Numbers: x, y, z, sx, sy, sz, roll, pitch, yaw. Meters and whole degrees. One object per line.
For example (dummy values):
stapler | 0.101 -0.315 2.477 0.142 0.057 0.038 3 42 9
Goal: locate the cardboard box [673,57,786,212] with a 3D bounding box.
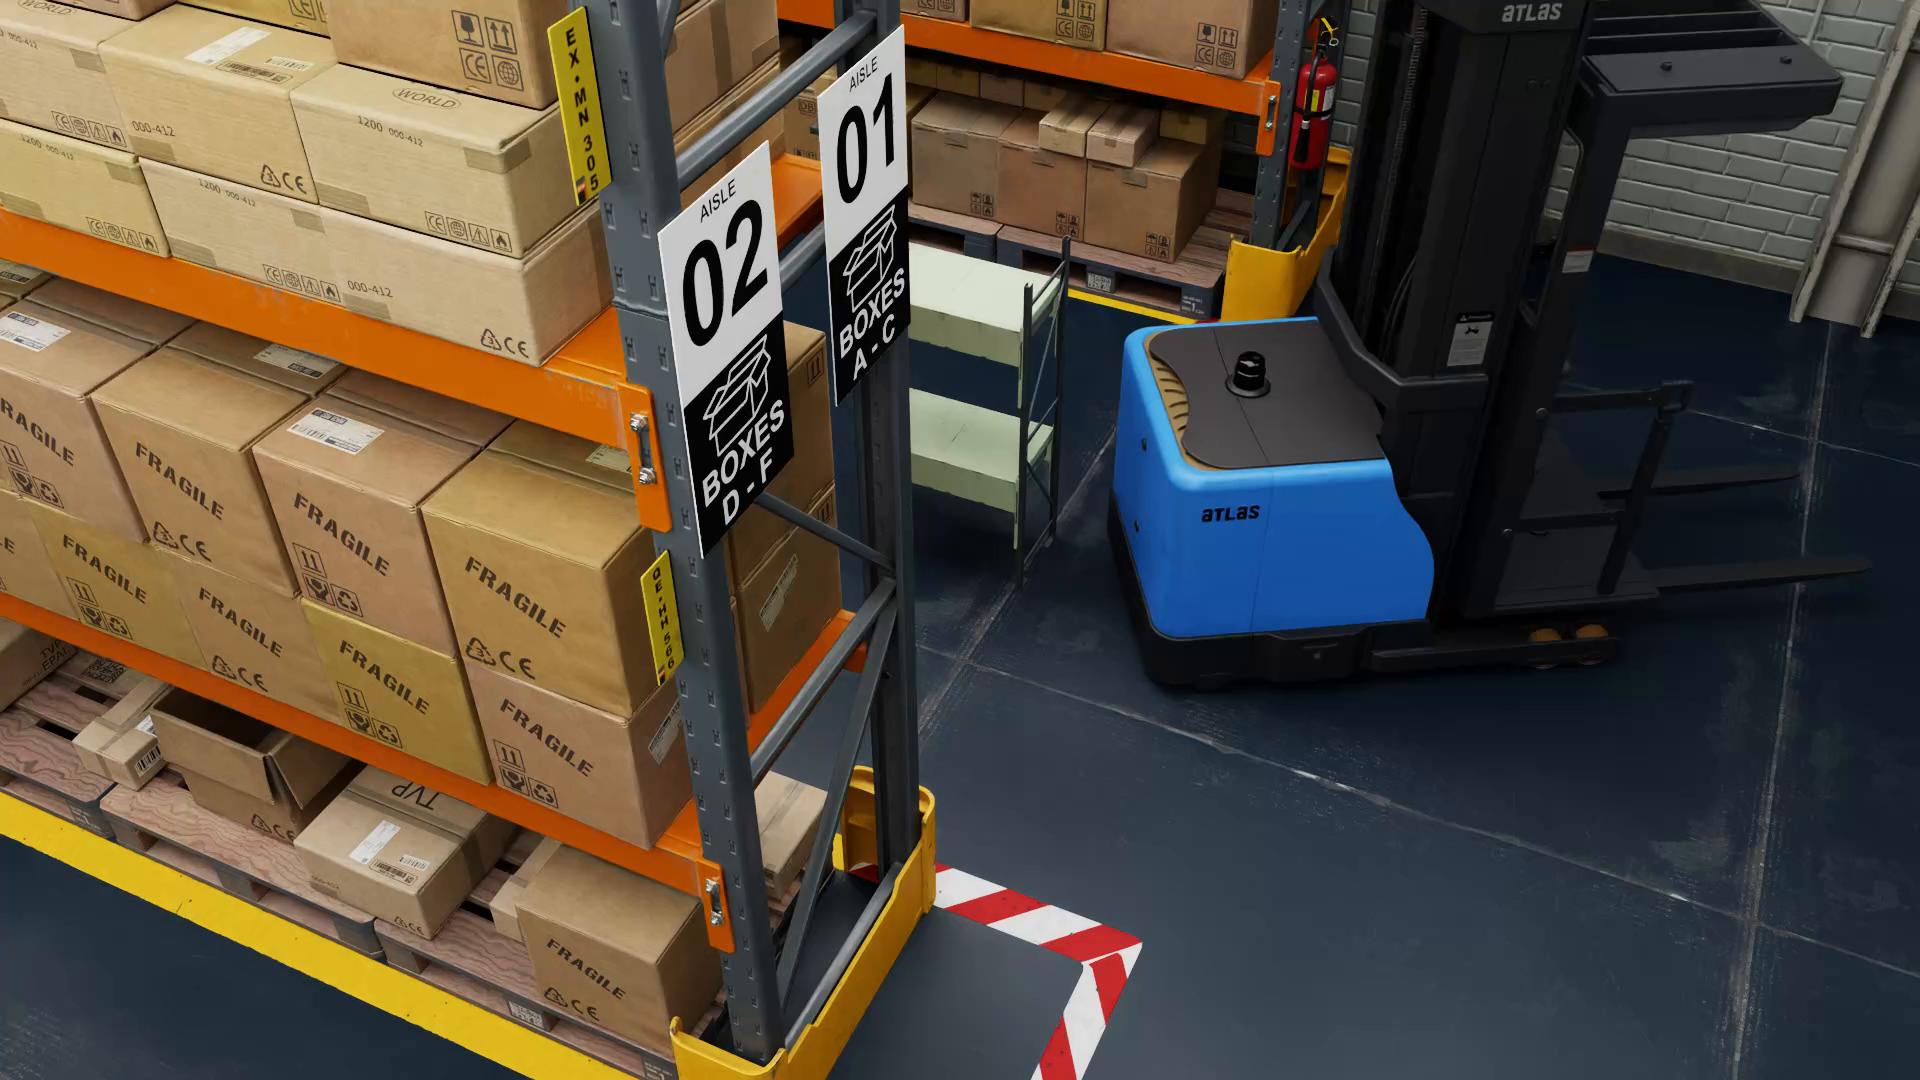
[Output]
cardboard box | -0.754 -0.963 3.895 0.500 0.250 0.500 17 44 19

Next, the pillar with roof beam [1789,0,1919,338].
pillar with roof beam | 2.688 -2.012 2.700 0.400 9.000 9.100 17 44 19

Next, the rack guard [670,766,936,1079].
rack guard | -0.465 1.331 5.333 0.348 0.500 1.175 17 44 19

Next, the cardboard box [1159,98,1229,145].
cardboard box | 1.217 -2.212 8.605 0.250 0.149 0.380 17 44 19

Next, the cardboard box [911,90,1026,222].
cardboard box | 0.109 -2.160 9.040 0.500 0.500 0.700 16 43 17

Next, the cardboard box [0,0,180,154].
cardboard box | -1.874 -1.129 3.705 0.500 0.250 0.500 17 44 19

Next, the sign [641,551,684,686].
sign | -0.648 0.174 3.634 0.005 0.325 0.100 17 44 19

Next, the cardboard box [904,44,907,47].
cardboard box | -0.397 -2.703 9.171 0.250 0.149 0.380 17 44 19

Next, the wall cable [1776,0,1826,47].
wall cable | 3.256 -3.125 7.790 1.851 1.984 0.084 17 44 19

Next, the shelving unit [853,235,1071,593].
shelving unit | -0.006 -0.569 6.761 0.755 1.500 0.431 17 44 19

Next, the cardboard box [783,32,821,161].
cardboard box | -0.841 -2.447 9.371 0.500 0.500 0.700 17 44 18

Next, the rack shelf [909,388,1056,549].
rack shelf | -0.006 -0.322 6.974 0.720 0.370 0.431 17 44 19

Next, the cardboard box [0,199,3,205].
cardboard box | -2.326 -1.079 4.029 0.500 0.250 0.500 17 44 19

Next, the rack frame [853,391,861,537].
rack frame | -0.338 -0.670 6.878 0.023 1.500 0.400 17 44 19

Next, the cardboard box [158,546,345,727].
cardboard box | -1.838 0.124 4.741 0.500 0.500 0.500 17 44 19

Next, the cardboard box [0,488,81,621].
cardboard box | -2.756 -0.156 5.063 0.500 0.500 0.500 17 44 18

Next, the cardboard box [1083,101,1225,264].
cardboard box | 1.019 -1.883 8.720 0.500 0.500 0.700 17 44 19

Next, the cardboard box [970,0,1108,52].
cardboard box | 0.565 -2.978 8.166 0.700 0.700 0.980 17 44 18

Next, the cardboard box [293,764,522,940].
cardboard box | -1.841 0.995 5.576 0.500 0.250 0.500 17 44 19

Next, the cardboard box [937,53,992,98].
cardboard box | 0.067 -2.562 9.008 0.250 0.149 0.380 17 44 19

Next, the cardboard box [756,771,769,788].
cardboard box | -0.856 0.922 5.723 0.250 0.166 0.380 17 44 19

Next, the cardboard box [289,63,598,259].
cardboard box | -0.969 -0.850 3.383 0.500 0.250 0.500 17 44 19

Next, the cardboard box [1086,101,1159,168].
cardboard box | 0.825 -2.055 8.424 0.250 0.149 0.380 16 44 18

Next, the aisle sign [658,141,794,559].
aisle sign | -0.463 -0.375 3.407 0.004 0.787 0.394 17 44 19

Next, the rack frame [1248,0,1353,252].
rack frame | 1.695 -2.534 7.884 0.127 3.000 1.000 17 44 19

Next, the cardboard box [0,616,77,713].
cardboard box | -3.732 0.394 6.222 0.500 0.311 0.500 17 44 19

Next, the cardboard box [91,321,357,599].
cardboard box | -1.845 -0.249 4.407 0.500 0.500 0.500 18 44 20

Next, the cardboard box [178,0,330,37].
cardboard box | -1.285 -1.463 3.518 0.500 0.500 0.700 17 44 19

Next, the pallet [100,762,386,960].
pallet | -2.289 0.881 6.073 1.213 0.211 1.003 17 44 19

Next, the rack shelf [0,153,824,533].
rack shelf | -2.208 -1.008 4.382 4.000 0.370 1.077 17 44 19

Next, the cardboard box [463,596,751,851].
cardboard box | -0.917 0.407 4.414 0.500 0.500 0.500 18 44 20

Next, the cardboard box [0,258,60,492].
cardboard box | -2.779 -0.534 4.736 0.500 0.500 0.500 16 43 17

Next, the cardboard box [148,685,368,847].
cardboard box | -2.316 0.594 5.845 0.637 0.503 0.797 17 44 19

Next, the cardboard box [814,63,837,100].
cardboard box | -0.589 -2.486 8.920 0.250 0.149 0.380 16 43 17

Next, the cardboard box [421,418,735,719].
cardboard box | -0.915 0.031 4.084 0.500 0.500 0.500 17 44 18

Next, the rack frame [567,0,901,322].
rack frame | -0.396 -1.860 2.525 0.127 3.000 1.000 17 44 19

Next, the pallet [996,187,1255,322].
pallet | 0.938 -1.655 8.999 1.213 0.211 1.003 17 44 19

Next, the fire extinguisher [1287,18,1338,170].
fire extinguisher | 1.637 -2.048 7.667 0.183 0.674 0.296 17 44 19

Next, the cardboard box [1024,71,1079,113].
cardboard box | 0.531 -2.421 8.846 0.250 0.149 0.380 17 44 19

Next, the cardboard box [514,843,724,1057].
cardboard box | -0.993 1.181 5.170 0.500 0.500 0.500 17 44 19

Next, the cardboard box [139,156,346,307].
cardboard box | -1.421 -0.801 3.708 0.500 0.250 0.500 17 44 19

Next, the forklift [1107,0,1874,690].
forklift | 2.188 -0.934 6.090 3.031 2.935 1.130 -4 41 -5
